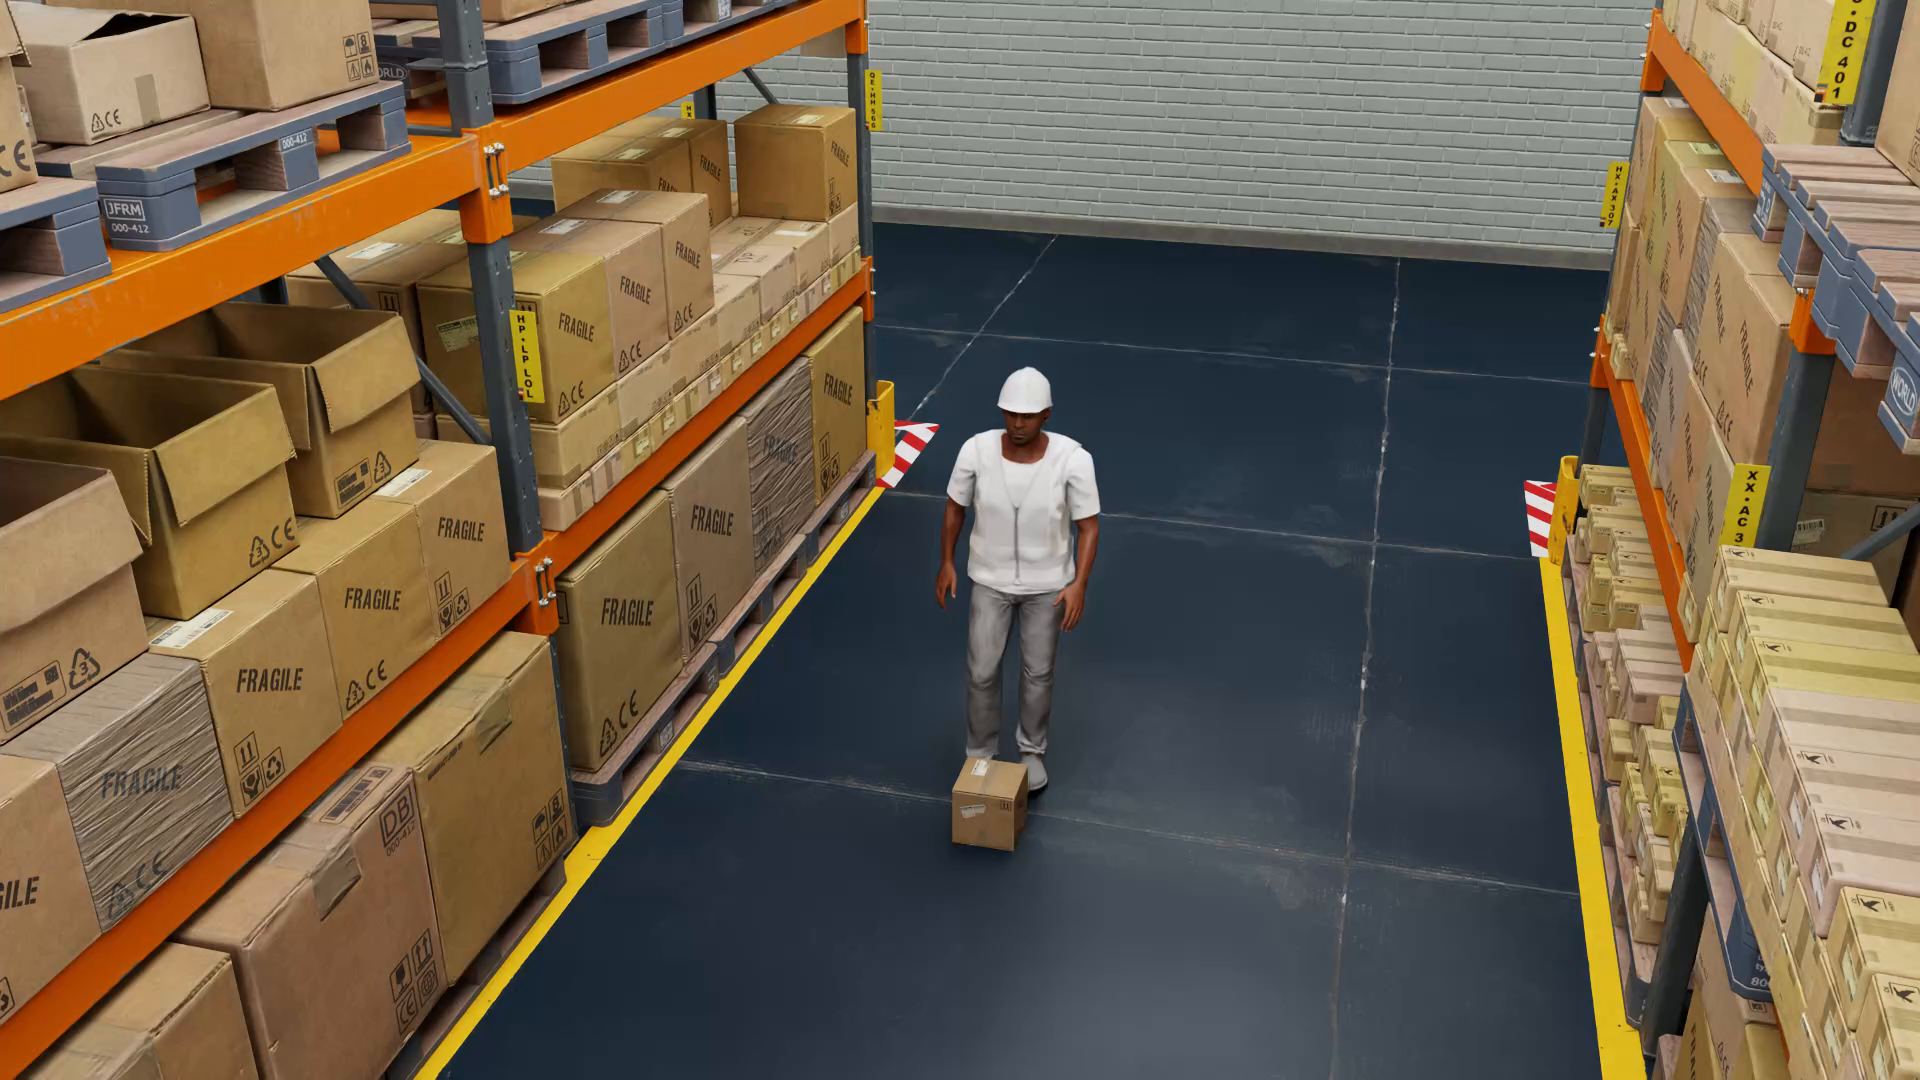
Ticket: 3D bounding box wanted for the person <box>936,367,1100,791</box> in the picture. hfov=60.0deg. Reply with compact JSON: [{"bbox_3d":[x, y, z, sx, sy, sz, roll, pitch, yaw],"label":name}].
[{"bbox_3d":[0.220,0.216,6.712,0.661,1.853,0.468,3,25,5],"label":"person"}]
